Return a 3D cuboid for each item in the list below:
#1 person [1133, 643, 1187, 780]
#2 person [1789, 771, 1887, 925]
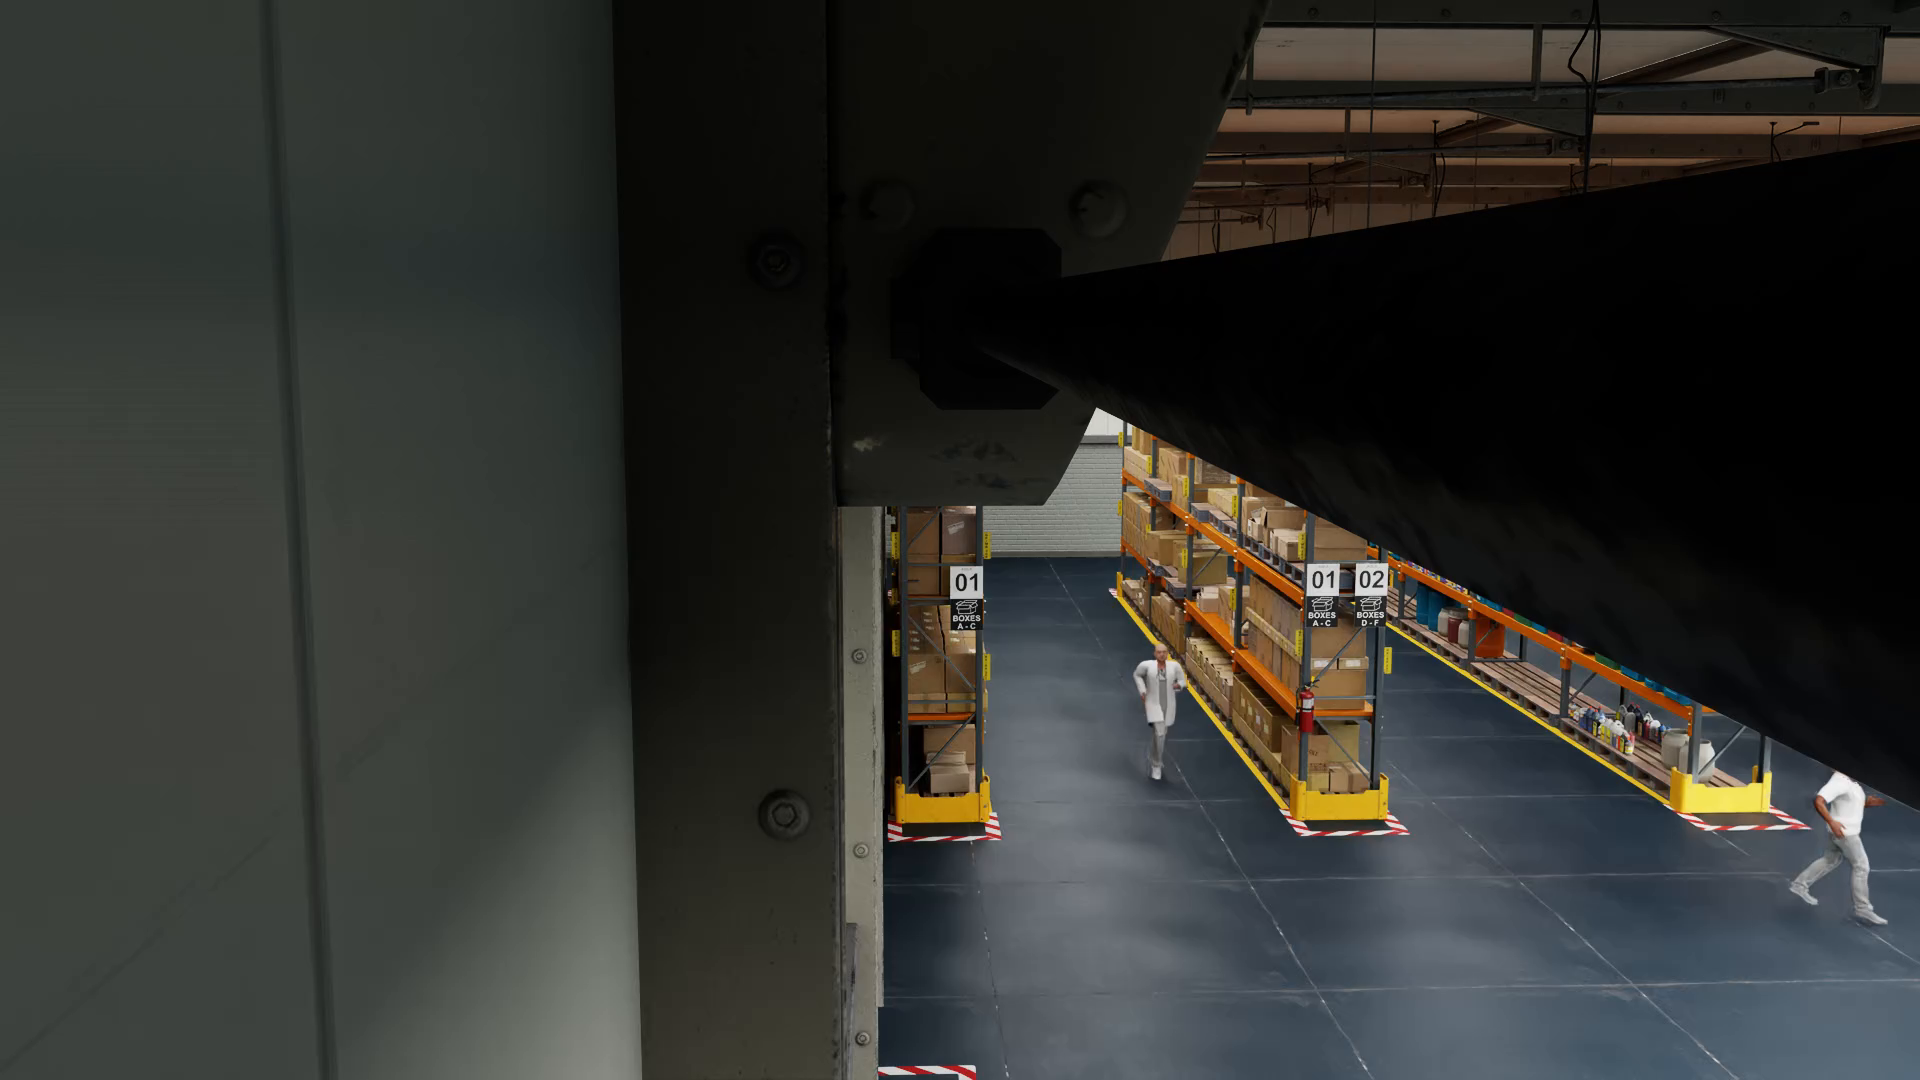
[{"bbox_3d":[2.733,2.310,22.570,0.666,1.857,0.840,-1,8,-10],"label":"person"},{"bbox_3d":[9.157,3.027,17.227,0.903,1.788,0.688,4,9,25],"label":"person"}]
